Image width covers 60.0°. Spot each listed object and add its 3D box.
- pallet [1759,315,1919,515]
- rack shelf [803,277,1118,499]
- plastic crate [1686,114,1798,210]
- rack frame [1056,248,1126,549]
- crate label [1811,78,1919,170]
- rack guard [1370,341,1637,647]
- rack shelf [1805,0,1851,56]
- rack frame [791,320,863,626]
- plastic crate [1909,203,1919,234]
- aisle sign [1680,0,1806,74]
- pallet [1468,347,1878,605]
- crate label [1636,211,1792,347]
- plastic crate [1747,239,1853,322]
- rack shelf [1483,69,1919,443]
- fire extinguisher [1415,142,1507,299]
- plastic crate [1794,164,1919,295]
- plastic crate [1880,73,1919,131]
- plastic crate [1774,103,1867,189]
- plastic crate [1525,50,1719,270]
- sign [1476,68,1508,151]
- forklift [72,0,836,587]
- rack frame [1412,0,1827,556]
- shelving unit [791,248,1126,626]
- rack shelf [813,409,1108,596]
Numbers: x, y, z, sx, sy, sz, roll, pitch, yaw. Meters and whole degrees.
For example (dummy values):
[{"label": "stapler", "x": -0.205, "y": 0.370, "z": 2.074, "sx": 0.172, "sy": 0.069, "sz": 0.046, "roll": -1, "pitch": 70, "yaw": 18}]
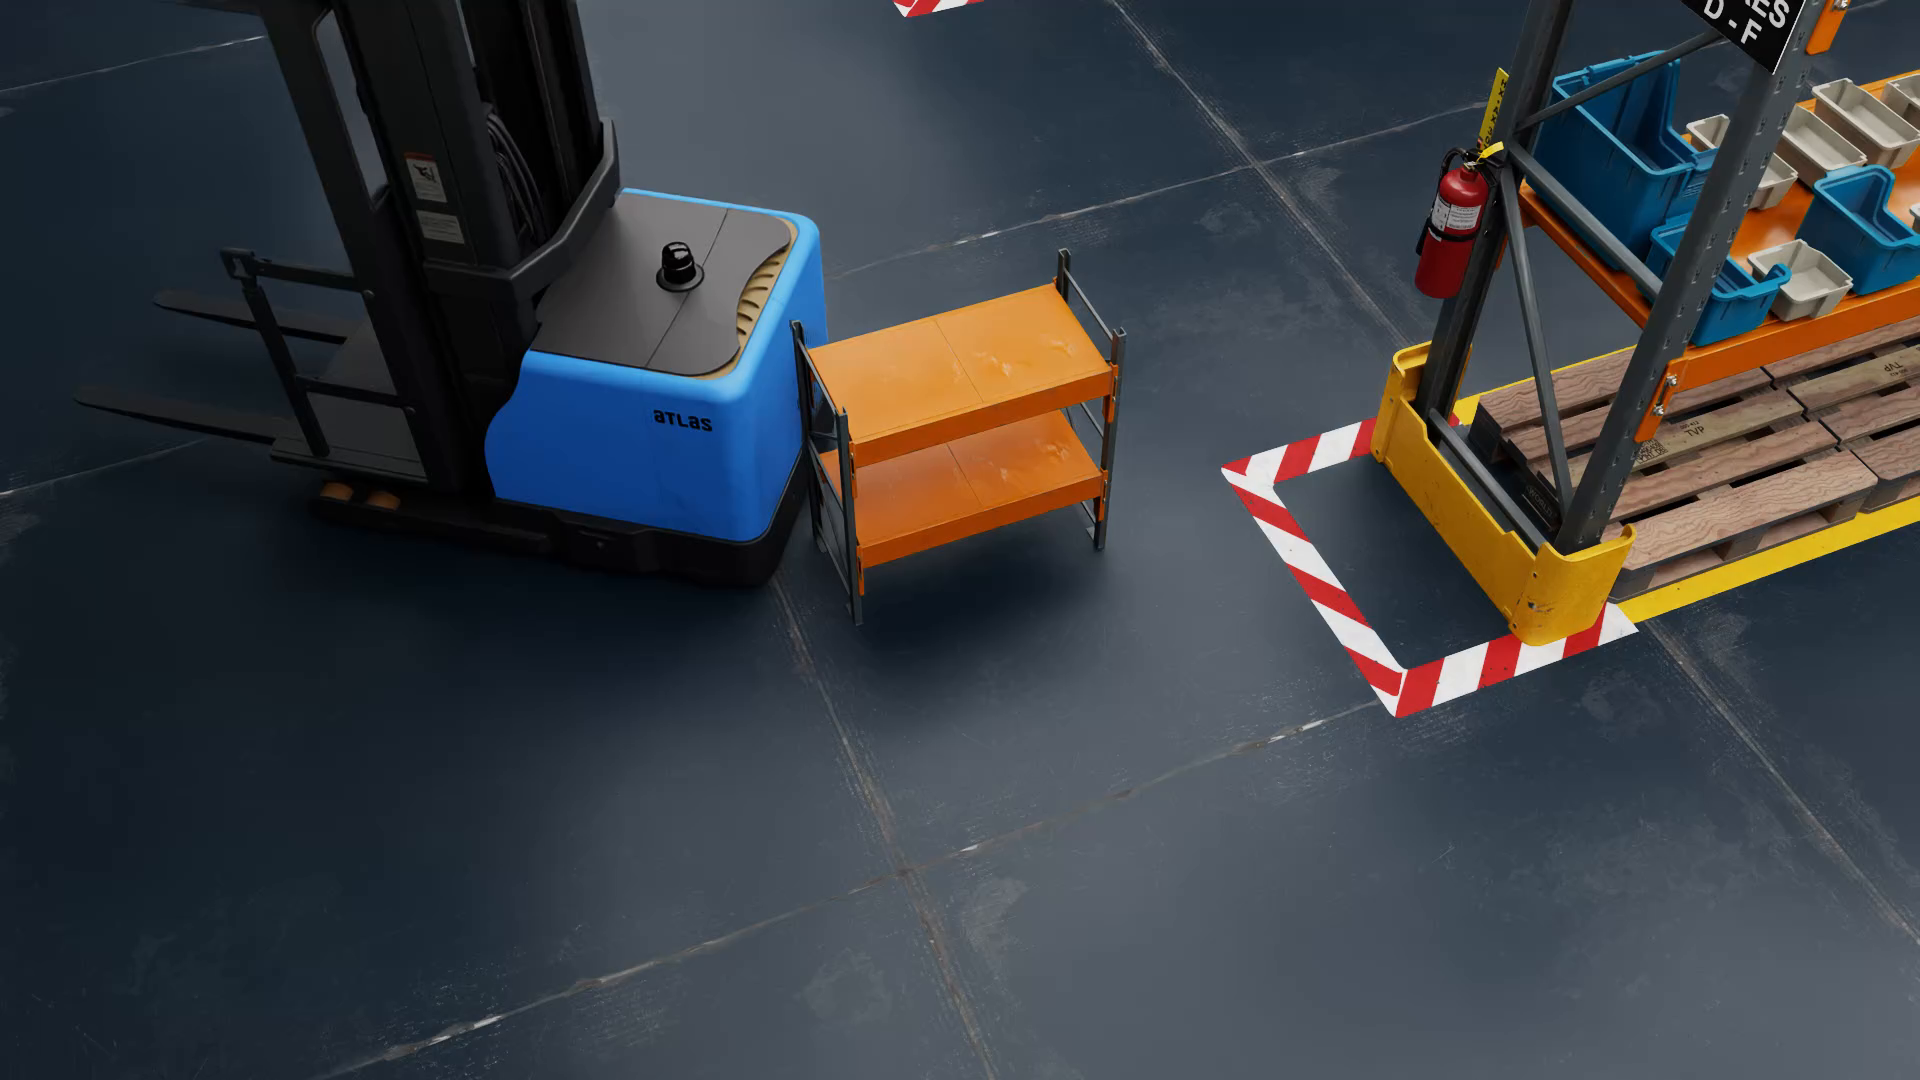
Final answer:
[{"label": "pallet", "x": 3.987, "y": -0.686, "z": 7.040, "sx": 1.213, "sy": 0.211, "sz": 1.003, "roll": -17, "pitch": 52, "yaw": -14}, {"label": "rack shelf", "x": -0.006, "y": -0.555, "z": 5.940, "sx": 1.000, "sy": 0.278, "sz": 0.538, "roll": -17, "pitch": 52, "yaw": -14}, {"label": "plastic crate", "x": 2.768, "y": -1.332, "z": 5.892, "sx": 0.243, "sy": 0.136, "sz": 0.396, "roll": -17, "pitch": 52, "yaw": -14}, {"label": "rack frame", "x": 0.464, "y": -0.510, "z": 6.288, "sx": 0.032, "sy": 1.125, "sz": 0.500, "roll": -17, "pitch": 52, "yaw": -14}, {"label": "crate label", "x": 3.290, "y": -1.502, "z": 6.038, "sx": 0.243, "sy": 0.136, "sz": 0.396, "roll": -17, "pitch": 52, "yaw": -14}, {"label": "rack guard", "x": 2.064, "y": -0.207, "z": 6.439, "sx": 0.348, "sy": 0.500, "sz": 1.175, "roll": -17, "pitch": 52, "yaw": -14}, {"label": "rack shelf", "x": 3.933, "y": -2.354, "z": 5.132, "sx": 4.000, "sy": 0.370, "sz": 1.077, "roll": -17, "pitch": 52, "yaw": -14}, {"label": "rack frame", "x": -0.477, "y": -0.219, "z": 6.037, "sx": 0.032, "sy": 1.125, "sz": 0.500, "roll": -17, "pitch": 52, "yaw": -14}, {"label": "plastic crate", "x": 3.391, "y": -1.039, "z": 5.640, "sx": 0.298, "sy": 0.136, "sz": 0.250, "roll": -17, "pitch": 52, "yaw": -14}, {"label": "aisle sign", "x": 2.127, "y": -1.655, "z": 4.322, "sx": 0.004, "sy": 0.787, "sz": 0.394, "roll": -17, "pitch": 52, "yaw": -14}, {"label": "pallet", "x": 2.860, "y": -0.338, "z": 6.742, "sx": 1.213, "sy": 0.211, "sz": 1.003, "roll": -17, "pitch": 52, "yaw": -14}, {"label": "crate label", "x": 2.435, "y": -0.842, "z": 5.408, "sx": 0.303, "sy": 0.233, "sz": 0.416, "roll": -17, "pitch": 52, "yaw": -14}, {"label": "plastic crate", "x": 2.763, "y": -0.845, "z": 5.473, "sx": 0.298, "sy": 0.136, "sz": 0.250, "roll": -17, "pitch": 52, "yaw": -14}, {"label": "rack shelf", "x": 3.933, "y": -1.377, "z": 6.270, "sx": 4.000, "sy": 0.370, "sz": 1.077, "roll": -17, "pitch": 52, "yaw": -14}, {"label": "fire extinguisher", "x": 1.770, "y": -1.167, "z": 5.912, "sx": 0.183, "sy": 0.674, "sz": 0.296, "roll": -17, "pitch": 52, "yaw": -14}, {"label": "plastic crate", "x": 3.044, "y": -1.031, "z": 5.570, "sx": 0.300, "sy": 0.233, "sz": 0.416, "roll": -17, "pitch": 52, "yaw": -14}, {"label": "plastic crate", "x": 3.558, "y": -1.600, "z": 6.122, "sx": 0.250, "sy": 0.136, "sz": 0.298, "roll": -17, "pitch": 52, "yaw": -14}, {"label": "plastic crate", "x": 3.042, "y": -1.405, "z": 5.955, "sx": 0.243, "sy": 0.136, "sz": 0.396, "roll": -17, "pitch": 52, "yaw": -14}, {"label": "plastic crate", "x": 2.321, "y": -1.296, "z": 5.664, "sx": 0.499, "sy": 0.435, "sz": 0.616, "roll": -17, "pitch": 52, "yaw": -14}, {"label": "sign", "x": 1.859, "y": -1.473, "z": 5.771, "sx": 0.005, "sy": 0.325, "sz": 0.100, "roll": -17, "pitch": 52, "yaw": -14}, {"label": "forklift", "x": -2.085, "y": -1.371, "z": 5.836, "sx": 3.031, "sy": 2.935, "sz": 1.130, "roll": 10, "pitch": 50, "yaw": 9}, {"label": "rack frame", "x": 2.082, "y": -1.038, "z": 5.505, "sx": 0.127, "sy": 3.000, "sz": 1.000, "roll": -17, "pitch": 52, "yaw": -14}, {"label": "shelving unit", "x": -0.006, "y": -0.365, "z": 6.162, "sx": 1.048, "sy": 1.125, "sz": 0.538, "roll": -17, "pitch": 52, "yaw": -14}, {"label": "rack shelf", "x": -0.006, "y": -0.205, "z": 6.348, "sx": 1.000, "sy": 0.278, "sz": 0.538, "roll": -17, "pitch": 52, "yaw": -14}]
